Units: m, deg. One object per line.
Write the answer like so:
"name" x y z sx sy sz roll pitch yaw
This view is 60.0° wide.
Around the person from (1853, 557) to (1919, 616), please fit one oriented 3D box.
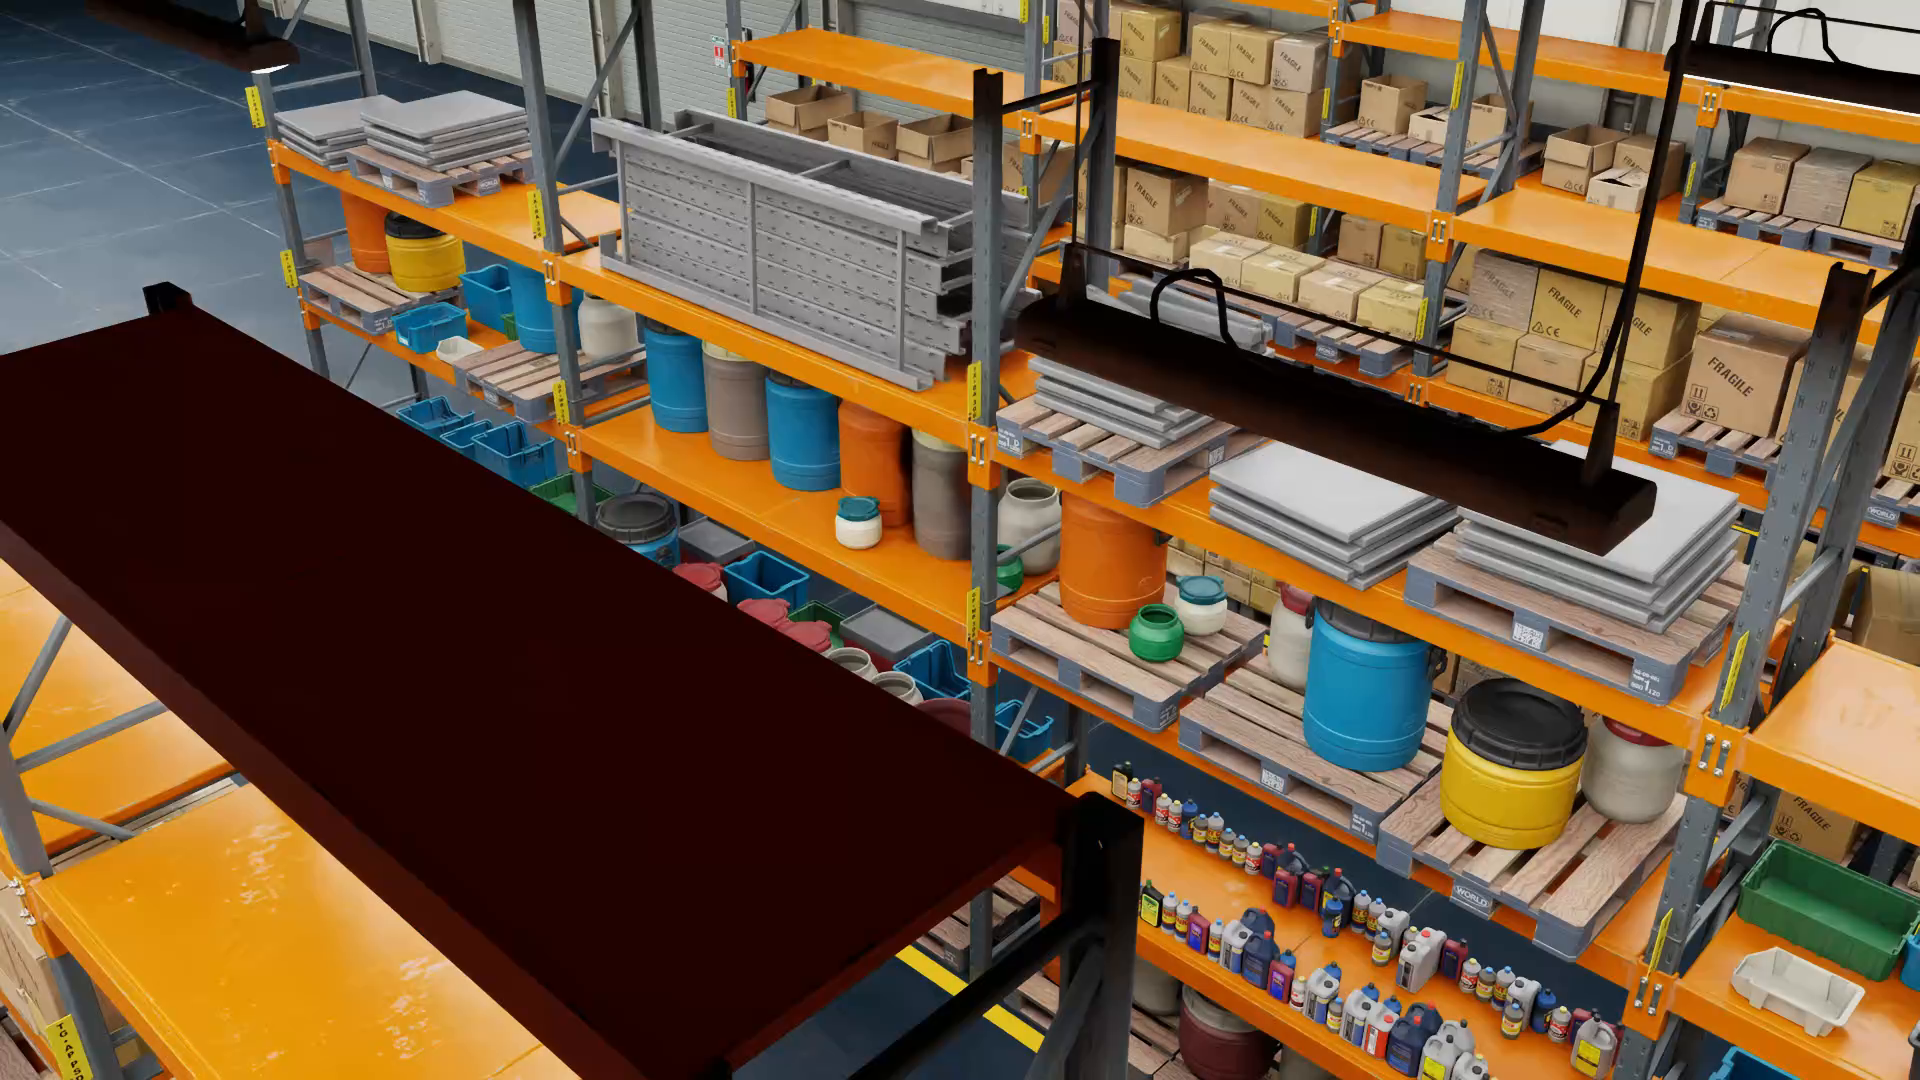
"person" 8.339 0.077 14.289 0.992 1.744 0.505 25 38 36
